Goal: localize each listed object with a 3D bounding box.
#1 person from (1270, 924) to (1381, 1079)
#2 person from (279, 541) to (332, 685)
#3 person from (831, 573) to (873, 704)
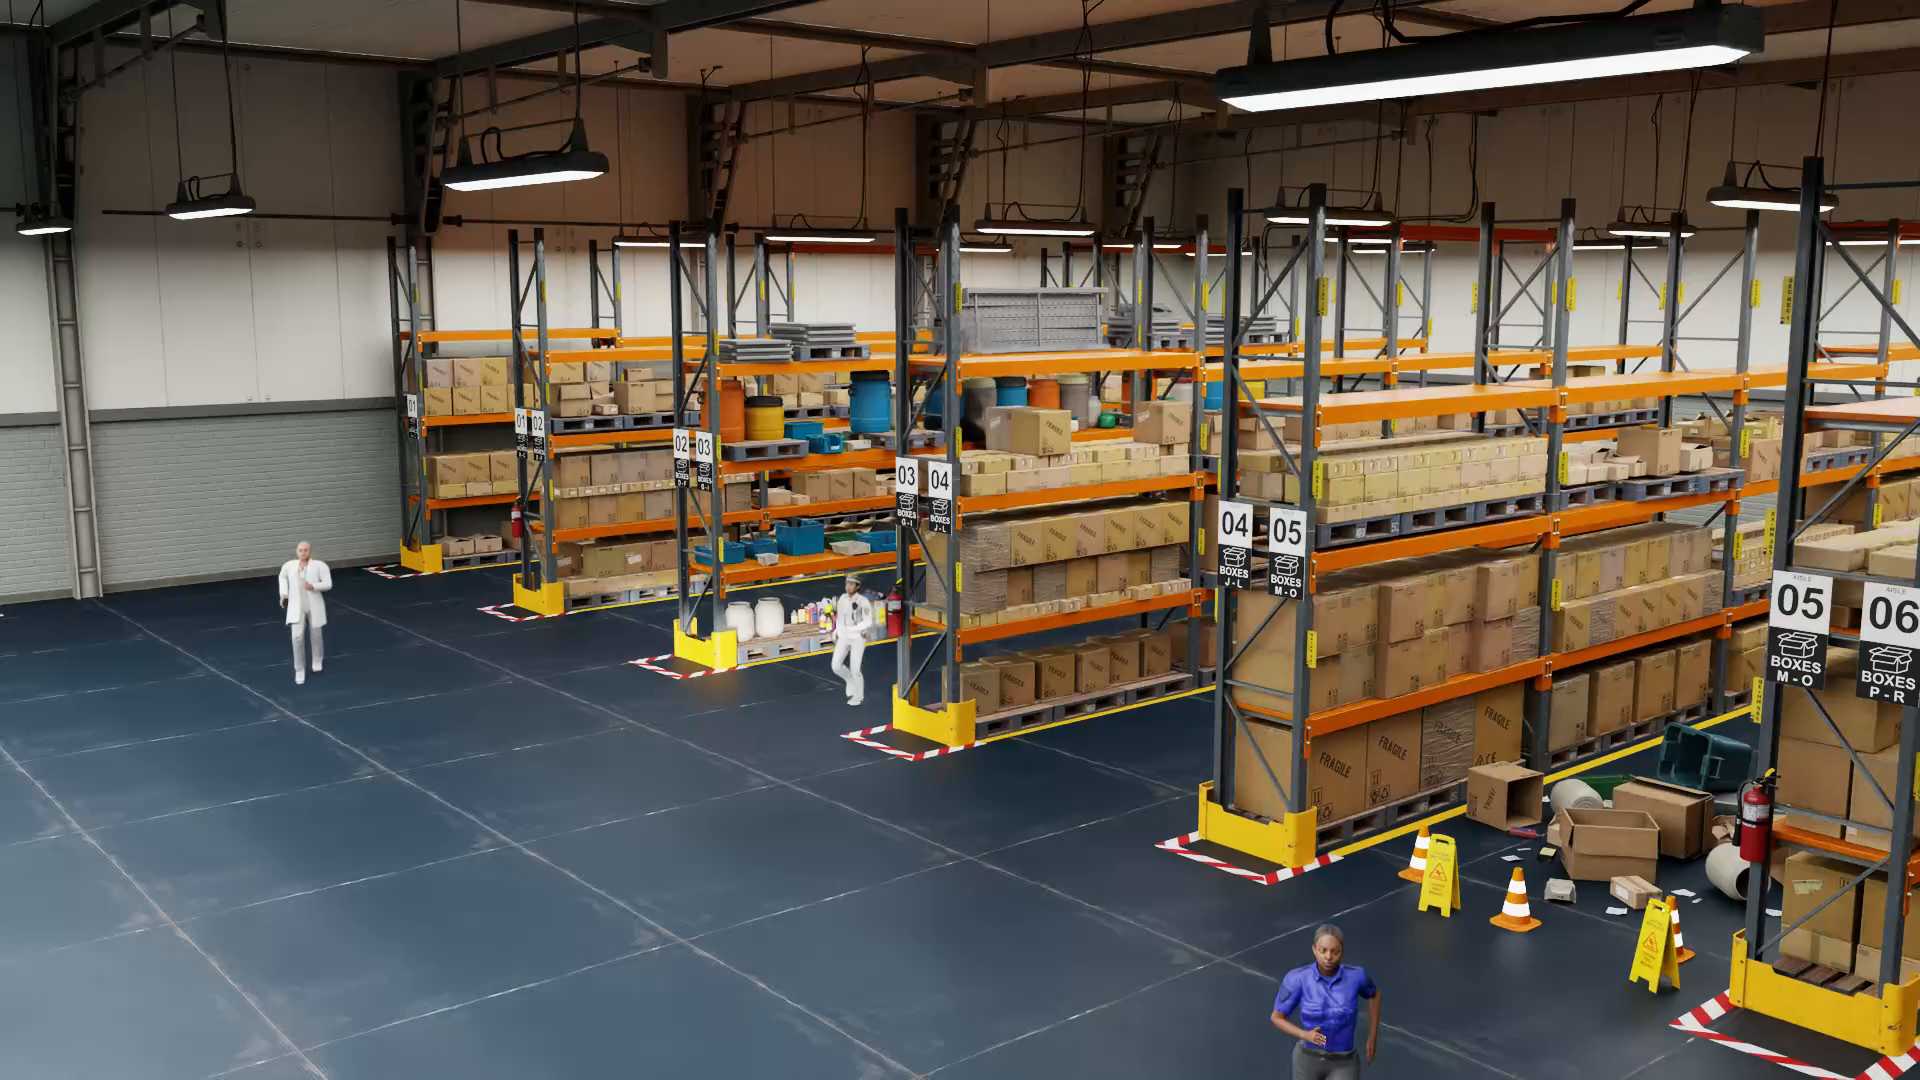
[{"bbox_3d":[2.024,2.941,9.244,0.603,1.706,0.805,2,9,11],"label":"person"},{"bbox_3d":[-8.595,0.964,21.892,0.675,1.754,0.859,-3,9,-17],"label":"person"},{"bbox_3d":[-1.359,1.218,20.450,0.601,1.660,0.534,5,10,29],"label":"person"}]
